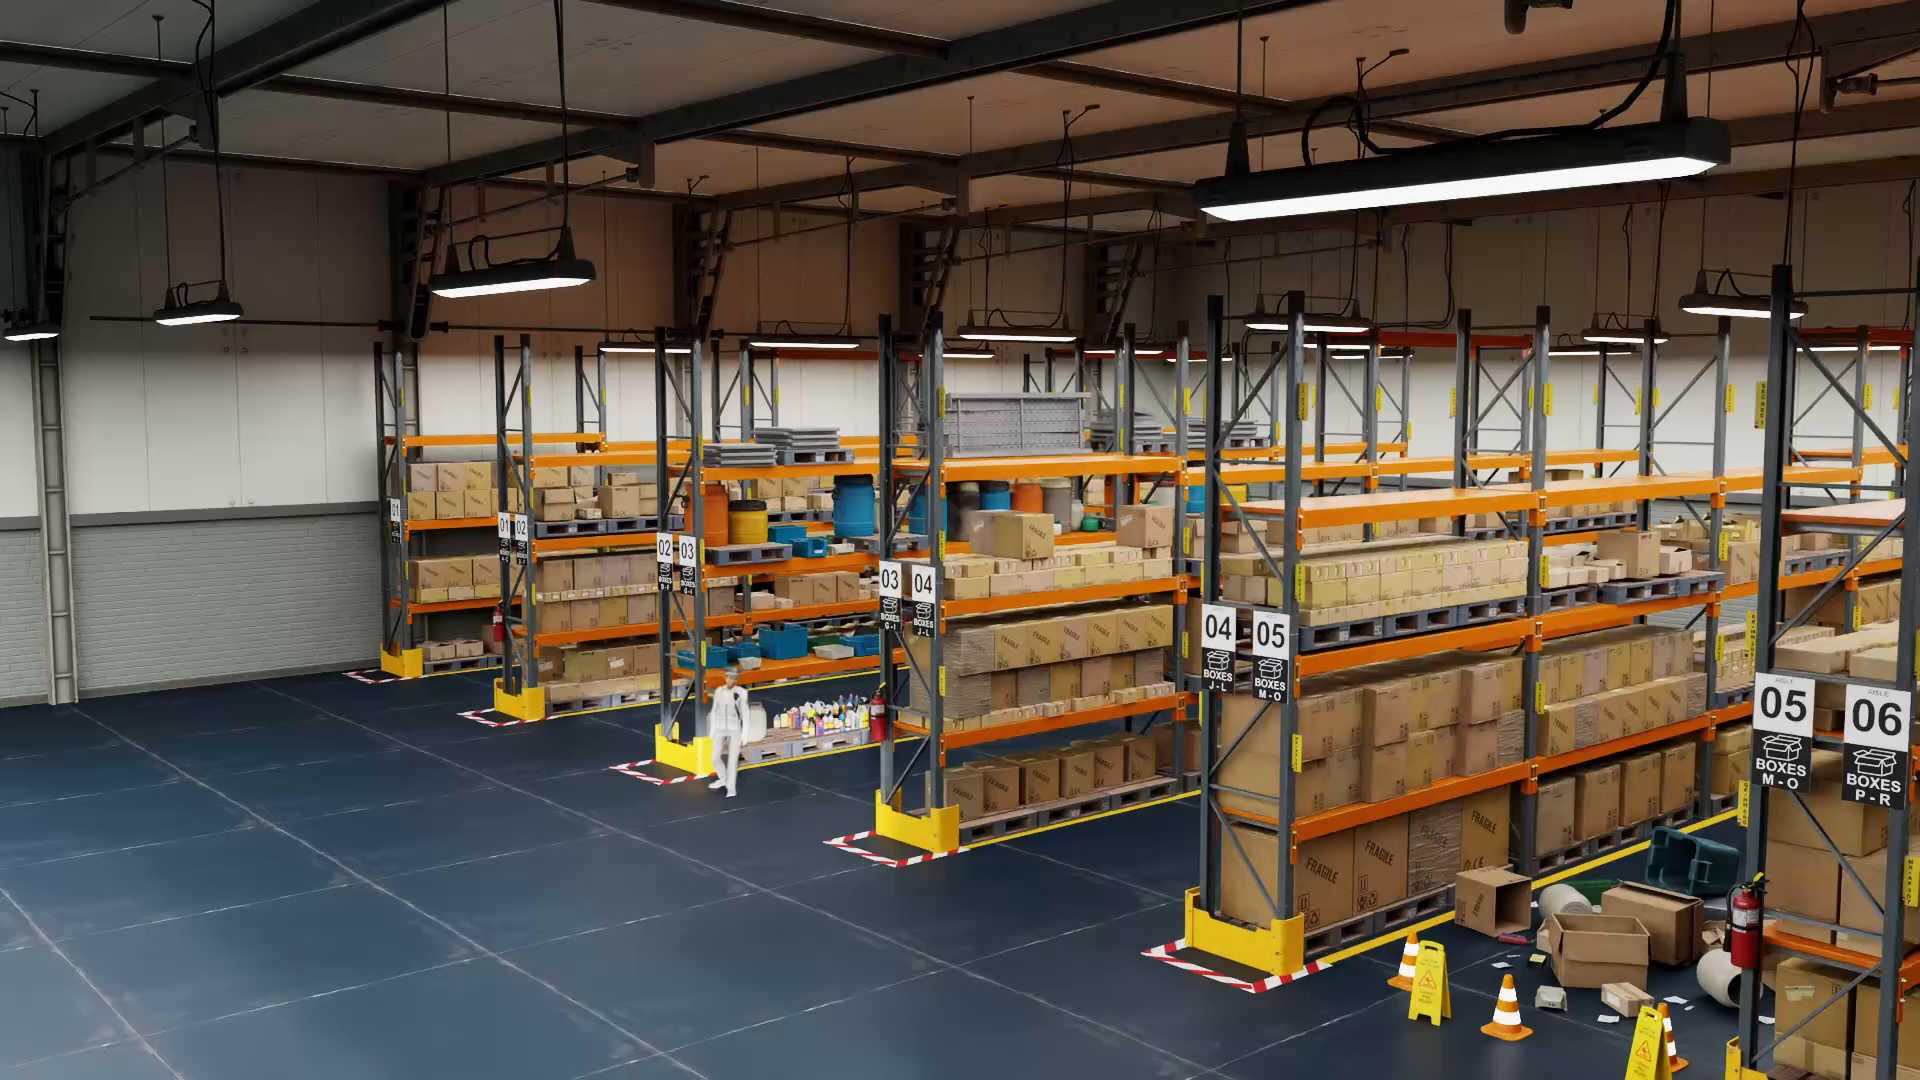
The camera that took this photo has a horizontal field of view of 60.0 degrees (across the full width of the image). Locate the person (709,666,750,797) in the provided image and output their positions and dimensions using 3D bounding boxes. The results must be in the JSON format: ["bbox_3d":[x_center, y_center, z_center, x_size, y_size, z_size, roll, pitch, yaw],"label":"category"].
[{"bbox_3d":[-2.944,2.412,21.068,0.545,1.666,0.449,0,5,4],"label":"person"}]

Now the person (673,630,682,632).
[{"bbox_3d":[-5.204,1.502,31.421,0.685,1.663,0.811,0,5,1],"label":"person"}]

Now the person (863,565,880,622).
[{"bbox_3d":[-1.742,1.274,34.114,0.583,1.576,0.823,4,6,35],"label":"person"}]
